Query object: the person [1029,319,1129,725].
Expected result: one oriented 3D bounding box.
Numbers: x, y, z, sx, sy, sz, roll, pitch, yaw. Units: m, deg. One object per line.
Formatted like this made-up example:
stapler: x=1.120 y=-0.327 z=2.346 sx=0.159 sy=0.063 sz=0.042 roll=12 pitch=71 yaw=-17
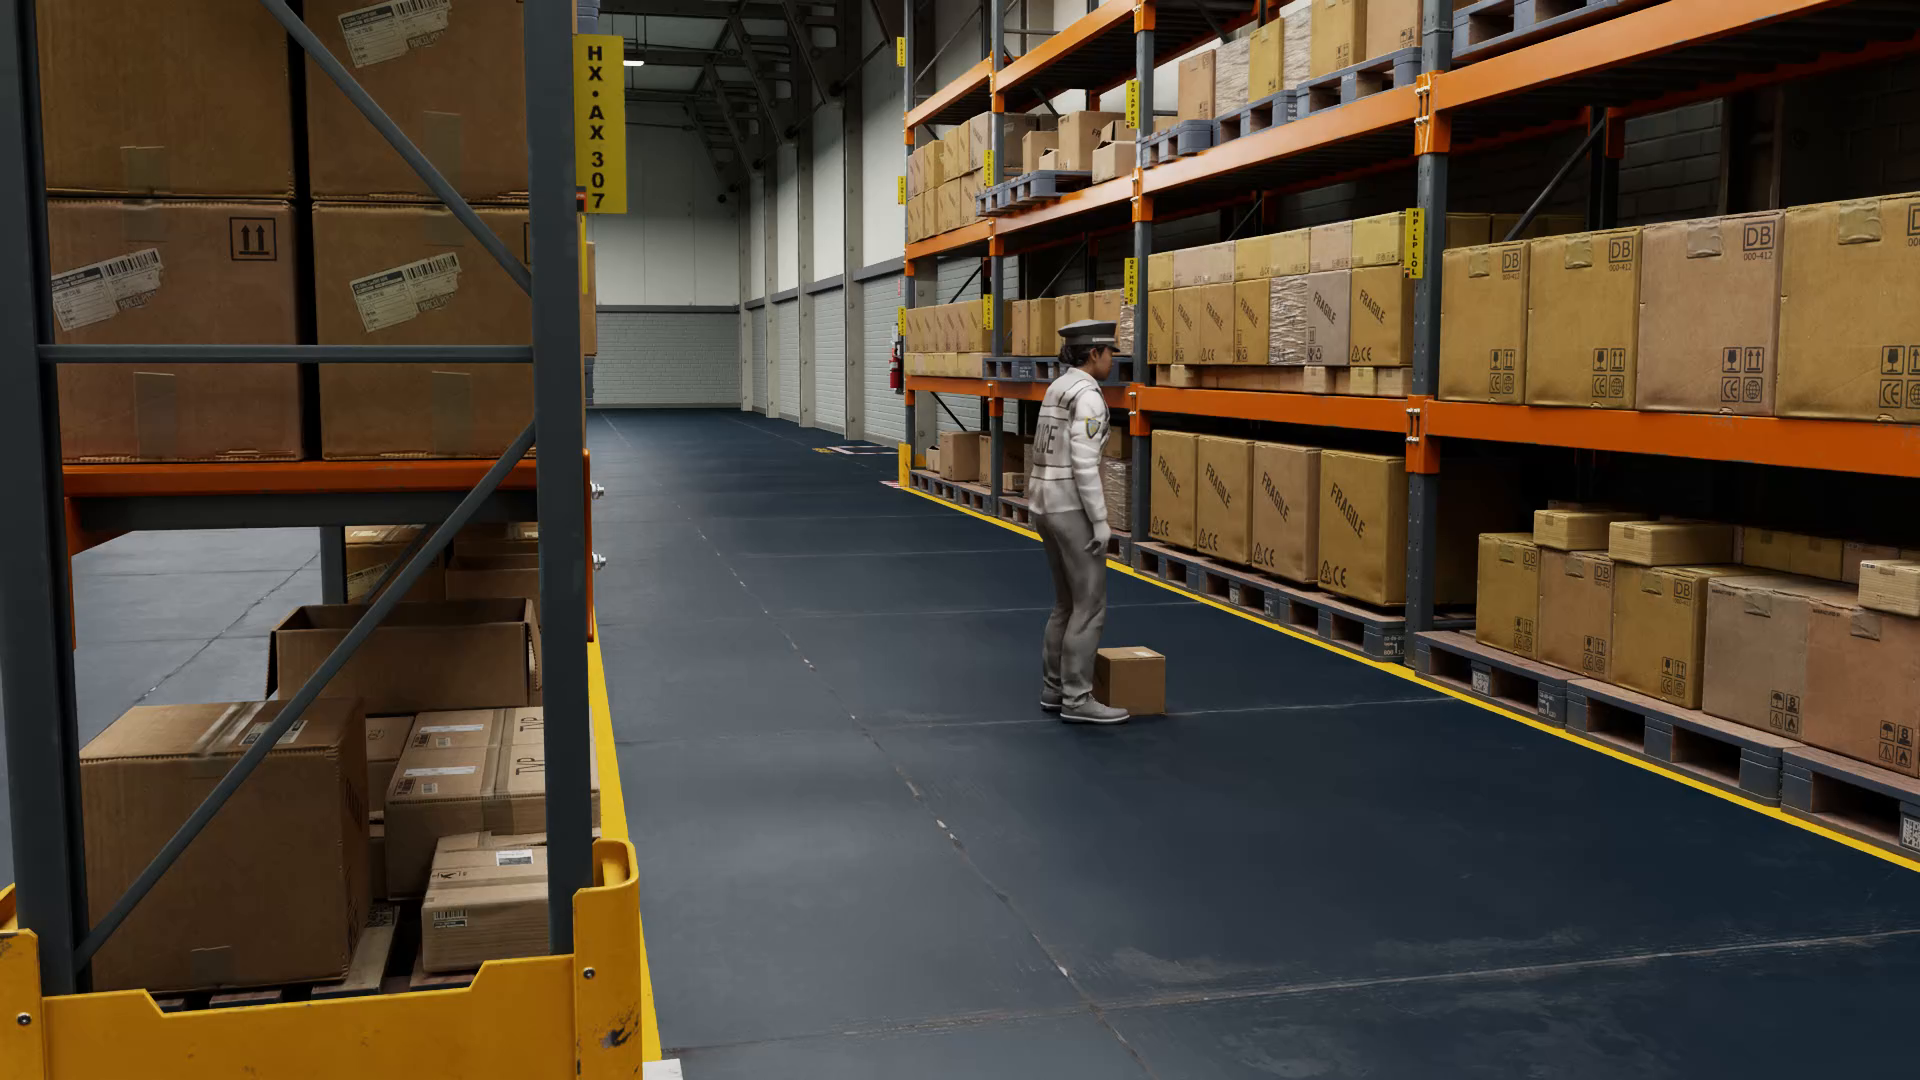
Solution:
person: x=0.489 y=-0.089 z=6.982 sx=0.376 sy=1.663 sz=0.530 roll=-2 pitch=6 yaw=-14
